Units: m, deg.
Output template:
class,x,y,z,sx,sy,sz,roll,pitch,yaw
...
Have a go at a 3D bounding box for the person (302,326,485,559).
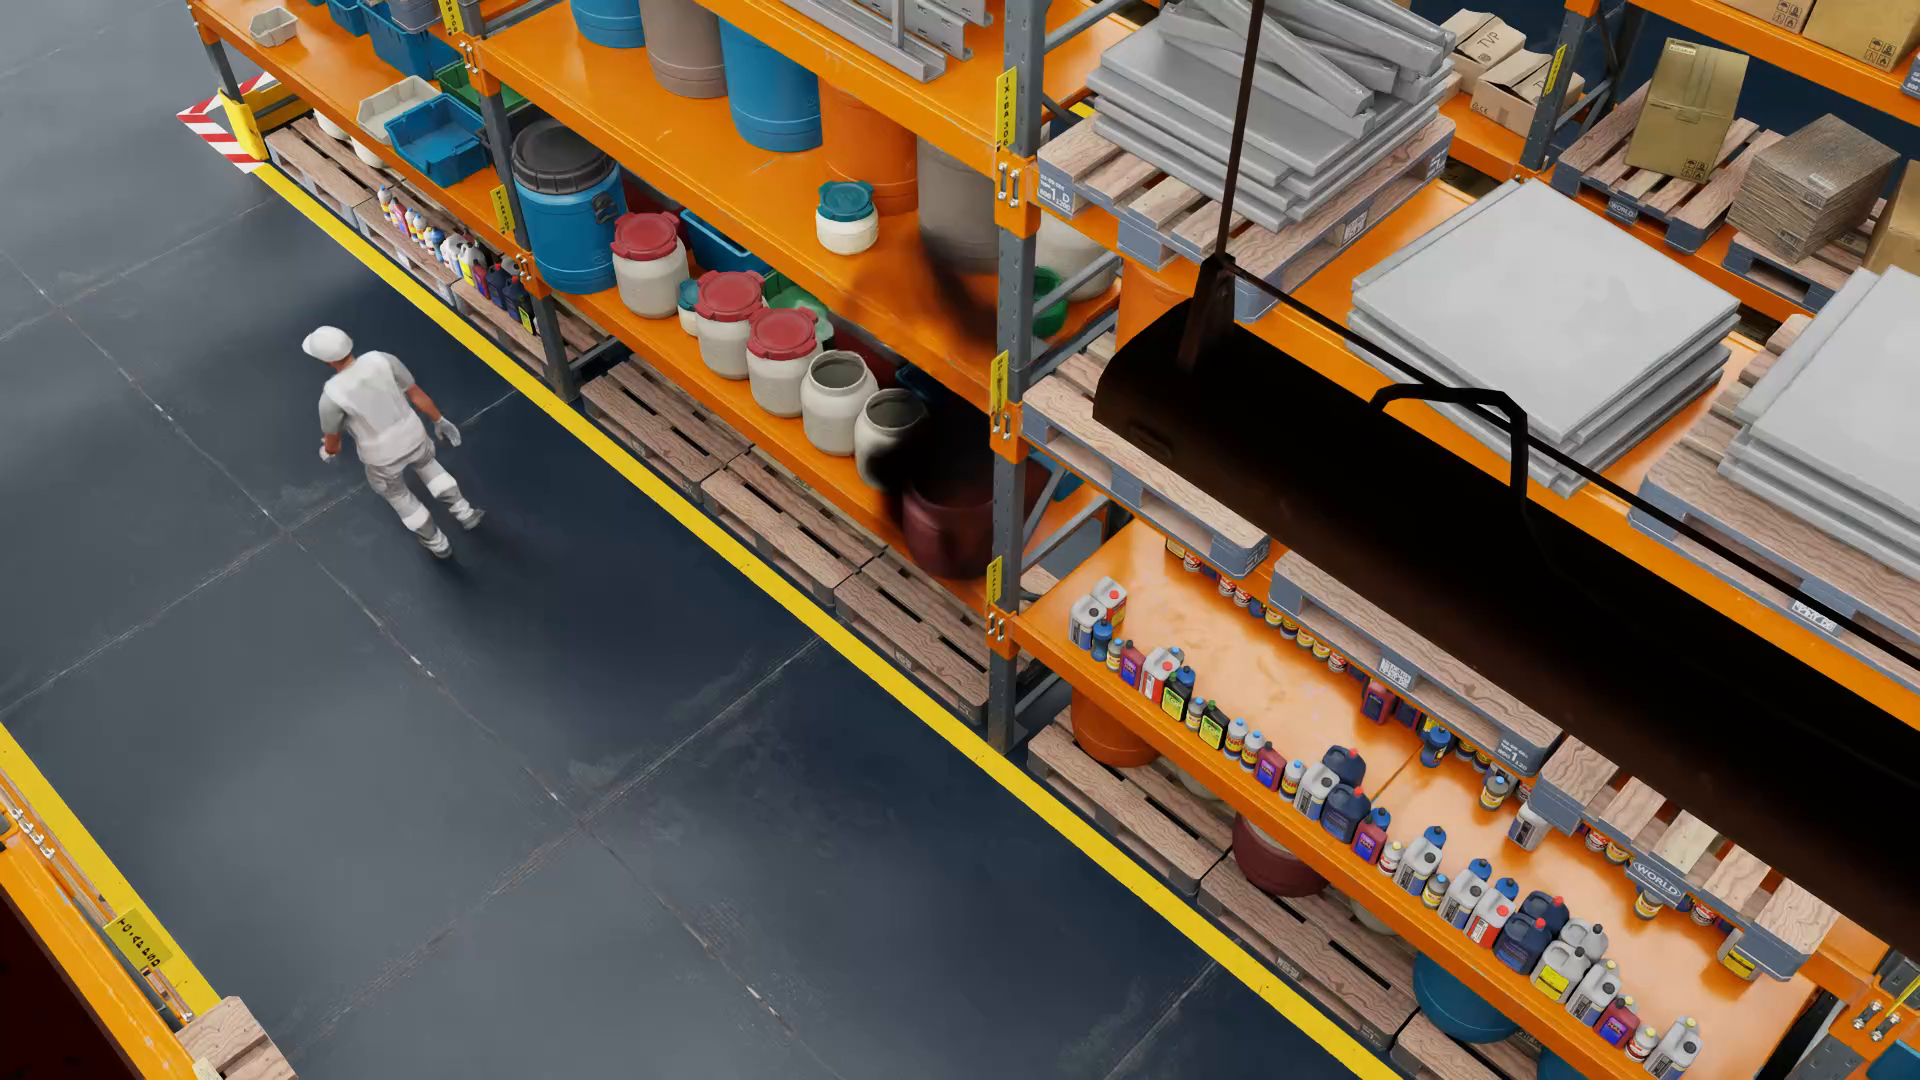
class,x,y,z,sx,sy,sz,roll,pitch,yaw
person,-3.330,-0.568,9.742,0.684,1.690,0.679,36,59,26
